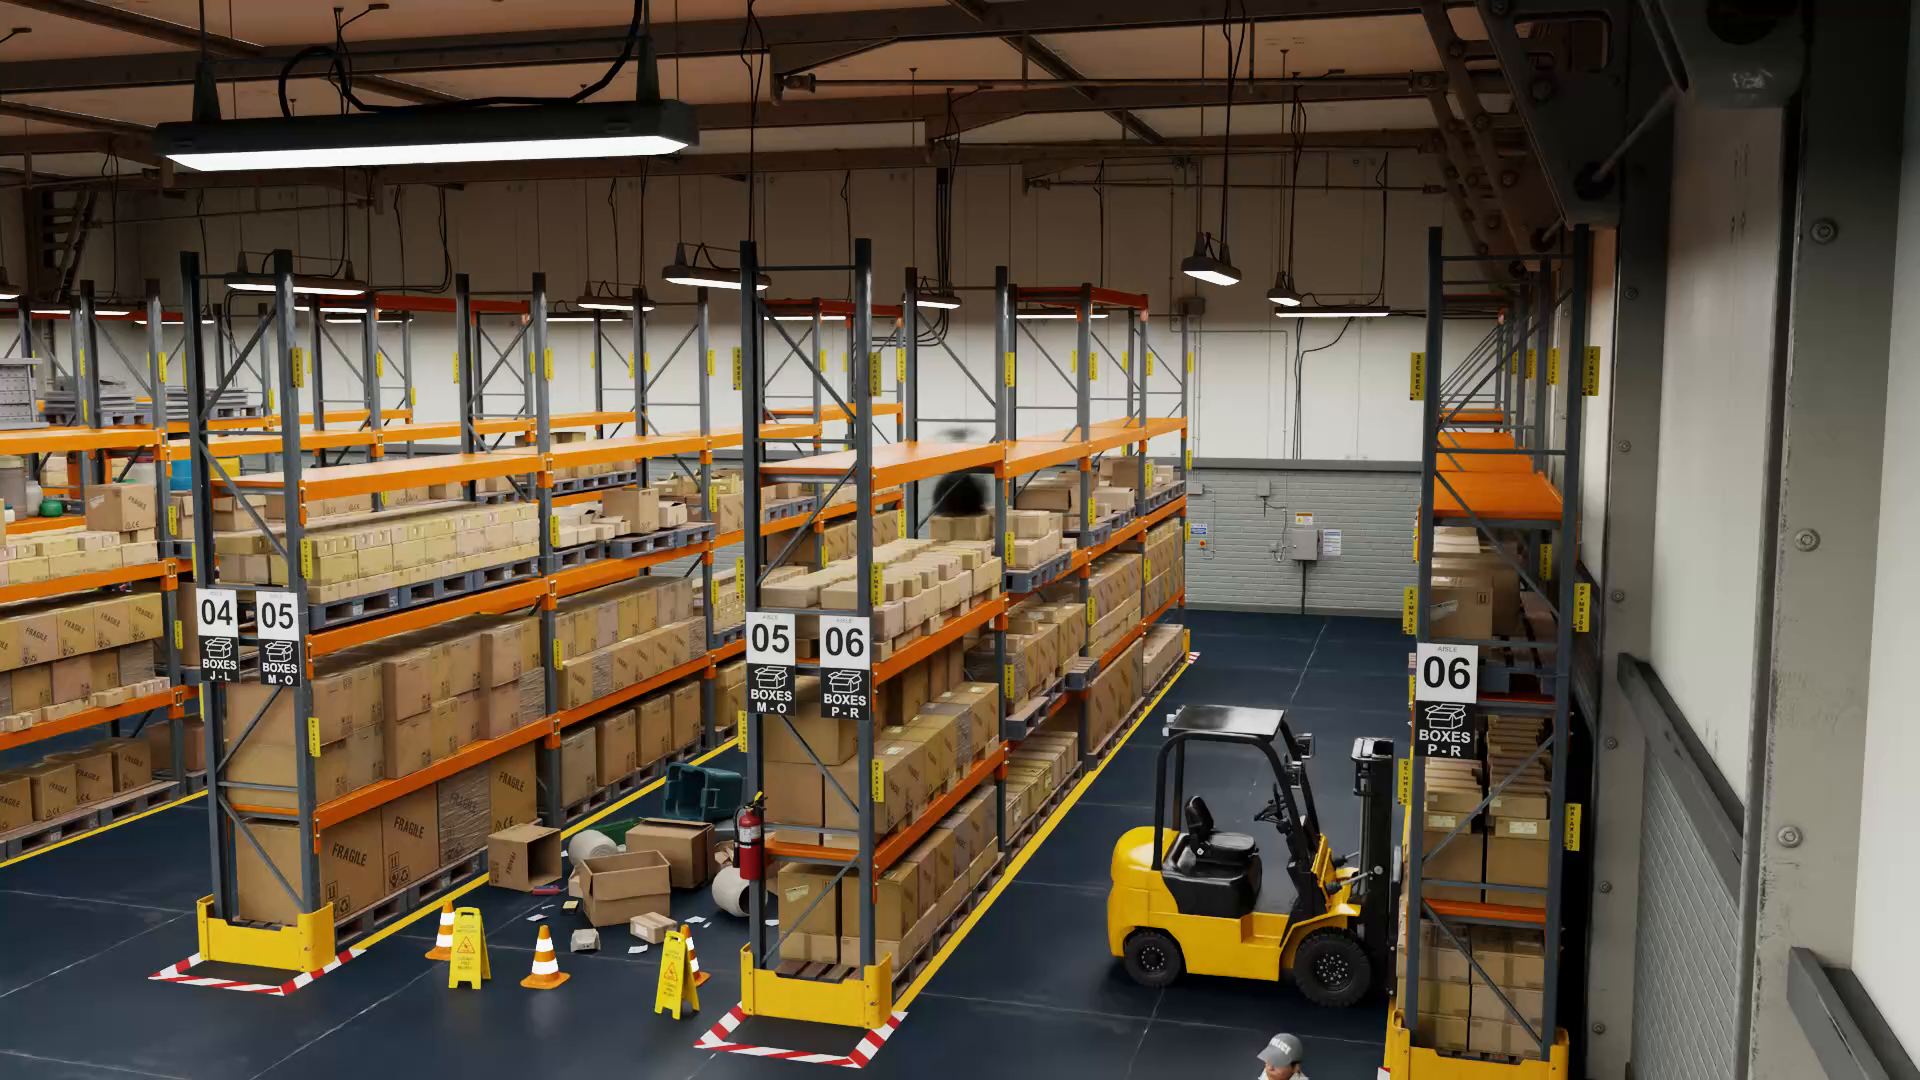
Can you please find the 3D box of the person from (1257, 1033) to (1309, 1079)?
[{"bbox_3d":[1.711,3.368,8.998,0.727,1.578,0.681,6,9,44],"label":"person"}]
